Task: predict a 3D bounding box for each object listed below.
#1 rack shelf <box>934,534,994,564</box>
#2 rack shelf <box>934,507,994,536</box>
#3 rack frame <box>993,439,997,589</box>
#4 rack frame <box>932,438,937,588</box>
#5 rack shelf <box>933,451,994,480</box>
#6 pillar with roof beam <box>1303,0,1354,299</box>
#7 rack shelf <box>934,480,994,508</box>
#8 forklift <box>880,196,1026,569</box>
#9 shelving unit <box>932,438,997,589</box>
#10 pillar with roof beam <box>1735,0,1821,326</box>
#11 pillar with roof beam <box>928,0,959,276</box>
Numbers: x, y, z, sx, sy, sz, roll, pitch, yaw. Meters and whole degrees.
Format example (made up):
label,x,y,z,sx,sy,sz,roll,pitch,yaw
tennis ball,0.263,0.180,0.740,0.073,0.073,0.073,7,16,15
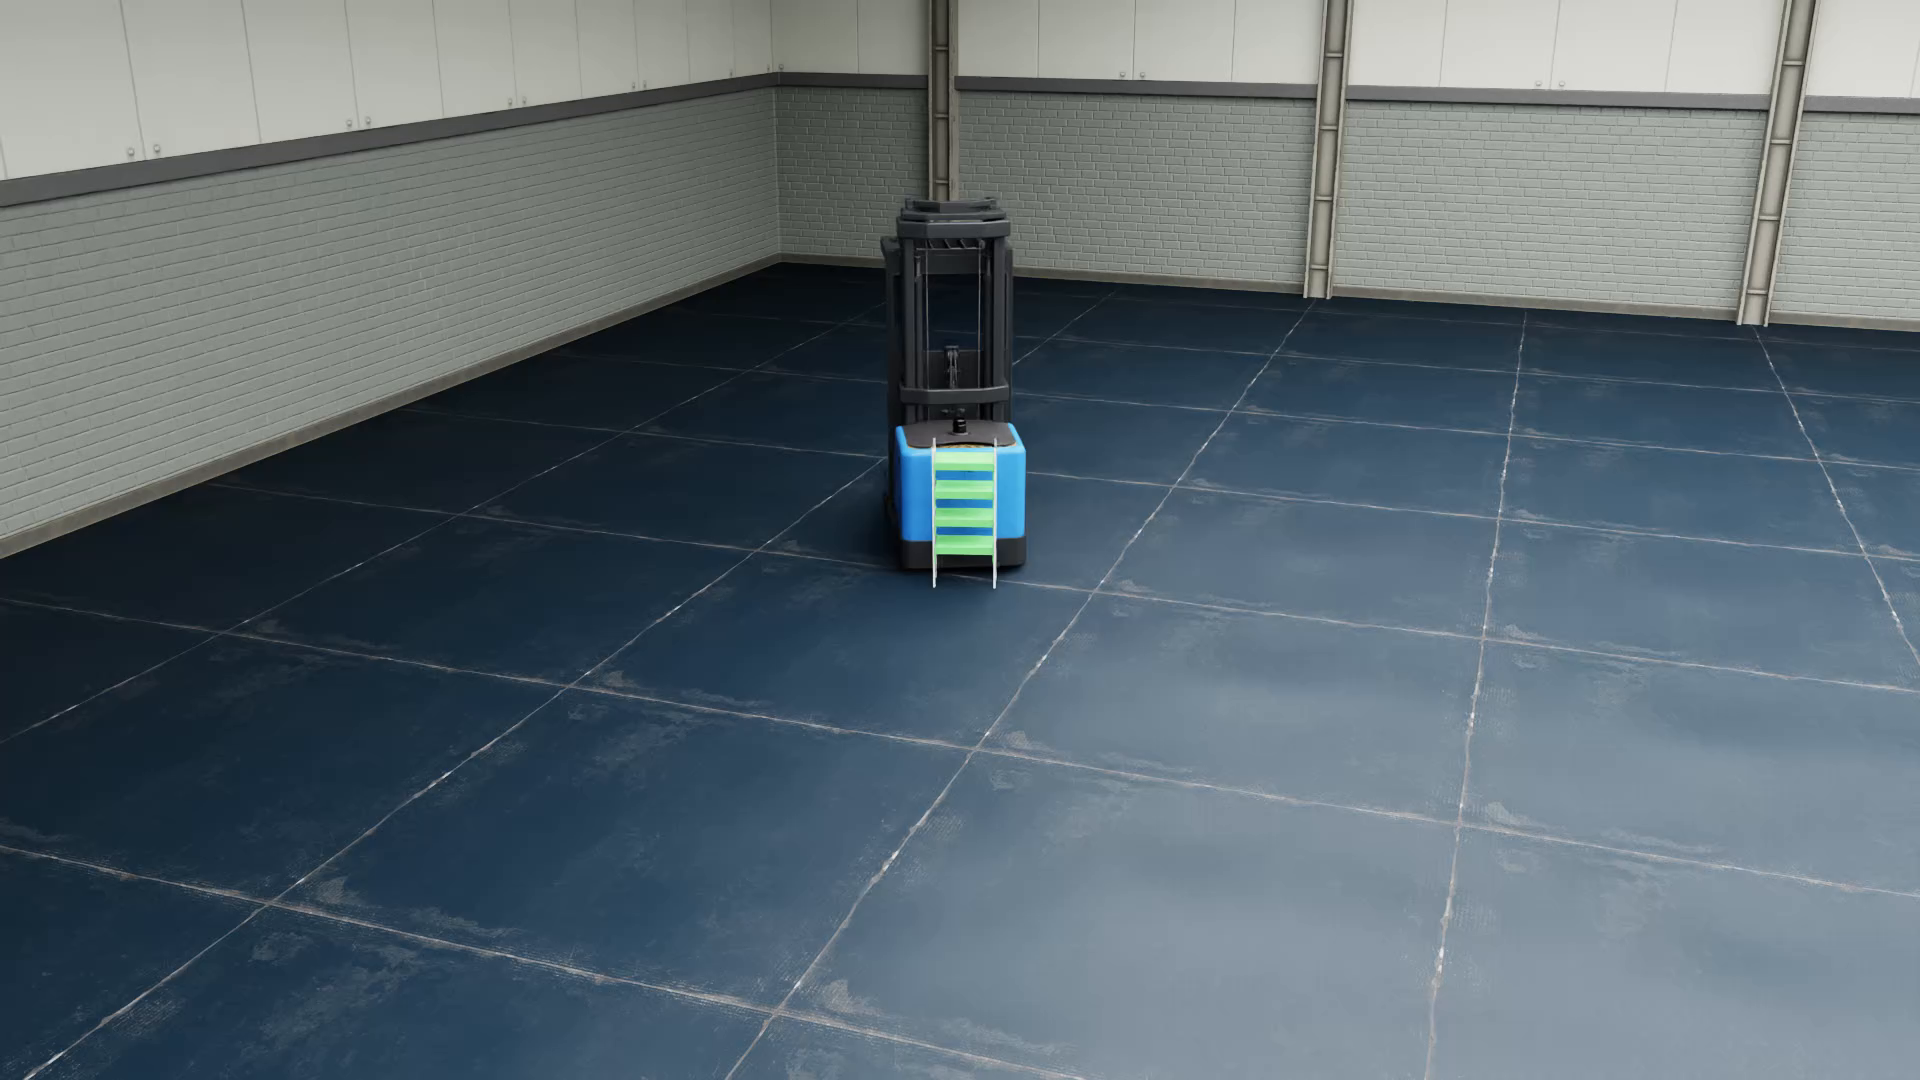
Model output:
label,x,y,z,sx,sy,sz,roll,pitch,yaw
rack shelf,0.038,0.070,13.448,0.480,0.148,0.258,1,23,2
rack shelf,0.037,-0.151,13.353,0.480,0.148,0.258,1,23,2
rack frame,0.281,-0.206,13.317,0.015,1.200,0.240,1,23,2
rack frame,-0.207,-0.213,13.337,0.015,1.200,0.240,1,23,2
rack shelf,0.035,-0.591,13.163,0.480,0.148,0.258,1,23,2
pillar with roof beam,3.995,-6.592,19.815,0.400,9.000,9.100,7,20,18
rack shelf,0.036,-0.371,13.258,0.480,0.148,0.258,1,23,2
forklift,-0.119,-1.588,14.678,1.130,2.935,3.031,-2,19,-6
shelving unit,0.037,-0.209,13.327,0.503,1.200,0.258,1,23,2
pillar with roof beam,9.663,-5.944,17.956,0.400,9.000,9.100,7,20,18
pillar with roof beam,-1.673,-7.240,21.675,0.400,9.000,9.100,7,20,18
